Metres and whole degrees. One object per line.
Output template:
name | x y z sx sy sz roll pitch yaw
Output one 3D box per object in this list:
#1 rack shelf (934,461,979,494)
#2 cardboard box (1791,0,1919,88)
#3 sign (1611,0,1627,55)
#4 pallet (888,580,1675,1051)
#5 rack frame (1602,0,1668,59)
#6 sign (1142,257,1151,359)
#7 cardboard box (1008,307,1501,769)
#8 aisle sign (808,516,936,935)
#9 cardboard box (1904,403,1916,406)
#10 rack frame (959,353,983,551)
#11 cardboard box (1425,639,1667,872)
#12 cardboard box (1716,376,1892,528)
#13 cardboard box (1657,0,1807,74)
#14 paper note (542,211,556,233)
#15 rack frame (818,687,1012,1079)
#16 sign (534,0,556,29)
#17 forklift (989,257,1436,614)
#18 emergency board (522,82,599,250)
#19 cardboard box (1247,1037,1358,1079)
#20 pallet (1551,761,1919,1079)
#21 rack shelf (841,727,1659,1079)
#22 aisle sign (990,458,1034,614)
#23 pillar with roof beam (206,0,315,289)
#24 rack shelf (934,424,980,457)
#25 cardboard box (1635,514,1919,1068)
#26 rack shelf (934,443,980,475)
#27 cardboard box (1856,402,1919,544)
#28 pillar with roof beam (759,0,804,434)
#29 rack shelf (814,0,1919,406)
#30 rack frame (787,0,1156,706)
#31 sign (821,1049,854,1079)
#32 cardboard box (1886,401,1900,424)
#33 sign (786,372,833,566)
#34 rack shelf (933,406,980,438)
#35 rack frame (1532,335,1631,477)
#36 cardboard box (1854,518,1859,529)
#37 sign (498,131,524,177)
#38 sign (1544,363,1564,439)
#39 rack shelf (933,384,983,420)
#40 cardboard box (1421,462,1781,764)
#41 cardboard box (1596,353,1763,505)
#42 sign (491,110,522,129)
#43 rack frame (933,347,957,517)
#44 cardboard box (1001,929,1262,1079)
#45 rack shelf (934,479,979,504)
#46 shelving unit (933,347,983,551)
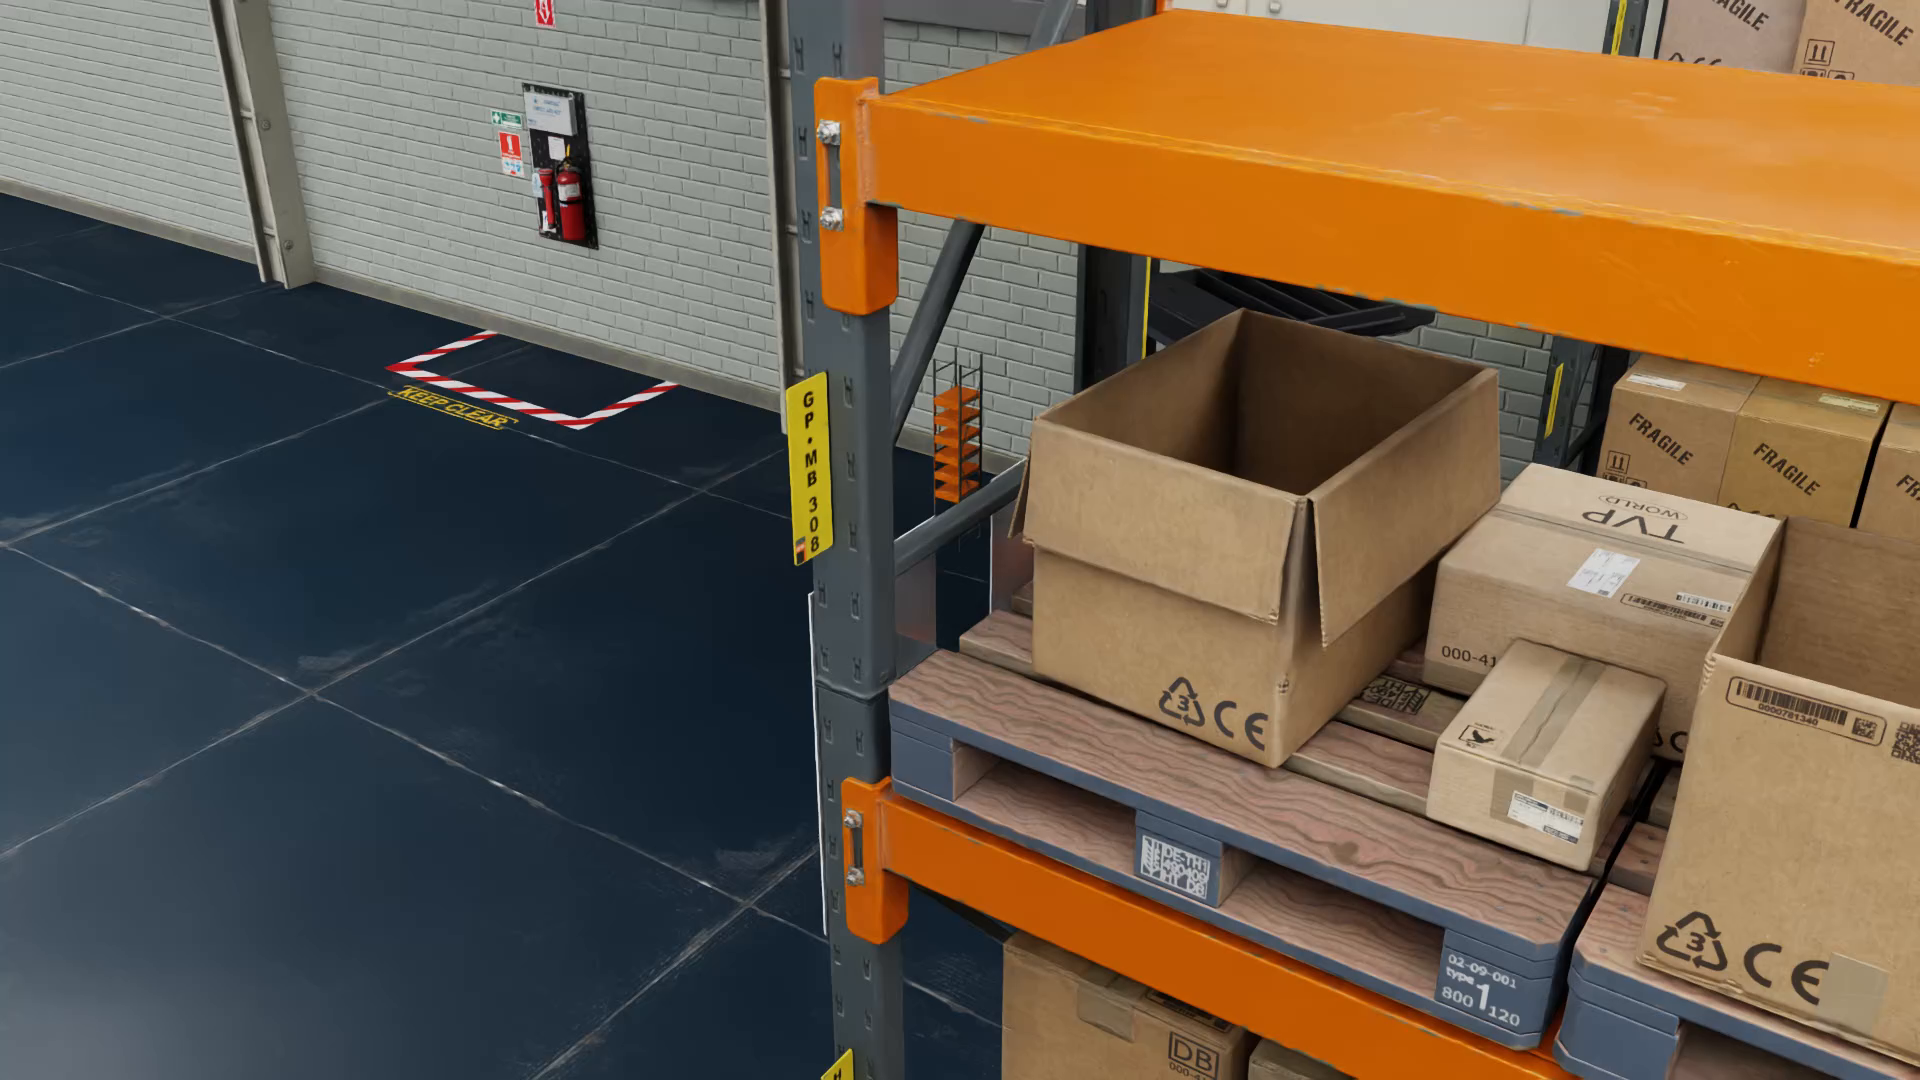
rack shelf | -0.012 -0.392 10.060 0.180 0.103 0.258 17 32 30
cardboard box | 3.432 -1.914 6.162 0.500 0.500 0.500 17 31 30
sign | 2.560 -1.939 6.482 0.005 0.325 0.100 17 32 30
pallet | 0.634 0.331 3.082 1.213 0.211 1.003 17 32 30
rack frame | 2.867 -3.089 6.398 0.127 3.000 1.000 17 32 30
sign | 0.384 -0.458 3.646 0.005 0.325 0.100 17 32 30
cardboard box | 0.537 -0.046 2.994 0.637 0.503 0.797 20 33 34
aisle sign | -0.162 0.377 3.337 0.004 0.787 0.394 17 32 30
cardboard box | 4.214 -0.386 7.018 0.500 0.500 0.500 16 31 29
rack frame | 0.063 -0.515 9.939 0.006 1.200 0.240 17 32 30
cardboard box | 0.935 0.331 2.645 0.250 0.149 0.380 17 32 30
cardboard box | 3.492 -0.326 6.900 0.500 0.500 0.500 17 32 30
cardboard box | 3.047 -2.062 6.452 0.500 0.500 0.500 15 31 27
paper note | -3.134 -2.427 12.684 0.142 0.148 0.016 17 32 30
rack frame | 0.065 1.438 4.118 0.127 3.000 1.000 17 32 30
sign | -2.978 -3.821 11.895 0.199 0.298 0.001 17 32 30
forklift | 1.251 -0.143 7.300 1.130 2.935 3.031 -12 30 -23
emergency board | -3.027 -2.749 12.344 0.643 1.169 0.194 17 32 30
cardboard box | 0.923 1.086 3.268 0.500 0.500 0.700 16 31 29
pallet | 1.643 0.644 2.467 1.213 0.211 1.003 17 32 30
rack shelf | 1.714 0.935 2.592 4.000 0.370 1.077 17 32 30
aisle sign | 0.178 0.152 3.777 0.004 0.787 0.394 17 32 30
pillar with roof beam | -8.395 -4.705 9.573 0.400 9.000 9.100 17 32 30
rack shelf | -0.012 -0.606 9.951 0.180 0.103 0.258 17 32 30
cardboard box | 1.280 0.335 2.249 0.500 0.500 0.500 17 32 30
rack shelf | -0.012 -0.499 10.005 0.180 0.103 0.258 17 32 30
cardboard box | 3.914 -0.191 6.635 0.500 0.500 0.500 16 31 29
pillar with roof beam | -3.449 -3.164 6.546 0.400 9.000 9.100 17 32 30
rack shelf | 1.714 -0.224 2.002 4.000 0.370 1.077 17 32 30
rack frame | 0.065 -1.236 2.757 0.127 3.000 1.000 17 32 30
sign | -0.254 1.222 3.499 0.005 0.325 0.100 17 32 30
cardboard box | 3.785 -0.517 7.276 0.500 0.500 0.500 18 32 31
sign | -0.254 -0.118 2.817 0.005 0.325 0.100 17 32 30
rack shelf | -0.012 -0.713 9.896 0.180 0.103 0.258 17 32 30
rack frame | 2.867 -0.415 7.759 0.127 3.000 1.000 17 32 30
cardboard box | 3.526 0.015 7.058 0.500 0.250 0.500 16 31 29
sign | -3.425 -2.945 12.691 0.234 0.329 0.001 17 32 30
sign | 2.560 -0.598 7.164 0.005 0.325 0.100 17 32 30
rack shelf | -0.012 -0.820 9.842 0.180 0.103 0.258 17 32 30
cardboard box | 1.164 0.115 2.957 0.500 0.250 0.500 17 32 30
cardboard box | 3.090 -0.457 7.157 0.500 0.500 0.500 17 32 30
sign | -3.426 -3.177 12.561 0.331 0.109 0.001 17 32 30
rack frame | -0.087 -0.562 10.031 0.006 1.200 0.240 17 32 30
cardboard box | 0.487 0.953 3.530 0.500 0.500 0.700 17 32 30
rack shelf | -0.012 -0.285 10.114 0.180 0.103 0.258 17 32 30
shelving unit | -0.012 -0.538 9.985 0.189 1.200 0.258 17 32 30
